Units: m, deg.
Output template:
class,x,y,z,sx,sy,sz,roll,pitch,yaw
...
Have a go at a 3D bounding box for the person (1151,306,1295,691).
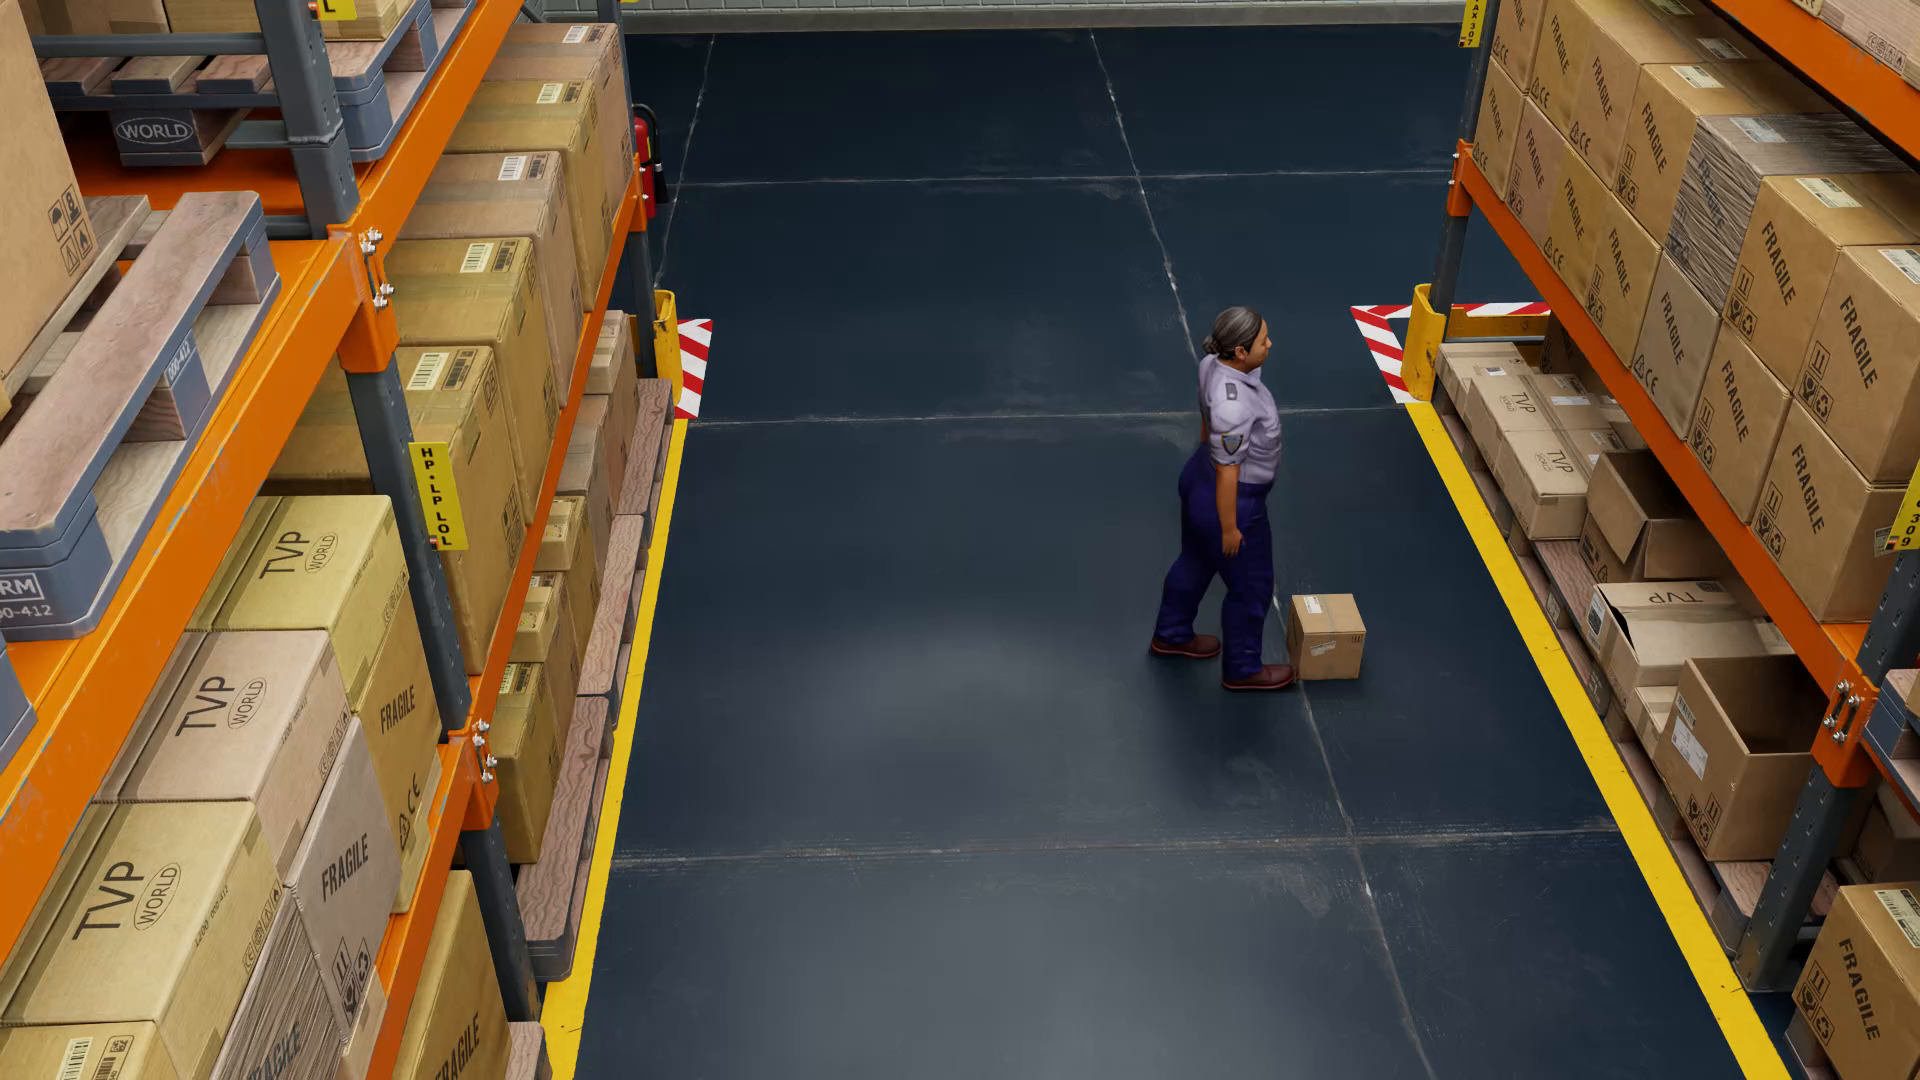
class,x,y,z,sx,sy,sz,roll,pitch,yaw
person,1.074,-0.156,6.384,0.561,1.643,0.477,-1,35,-1
